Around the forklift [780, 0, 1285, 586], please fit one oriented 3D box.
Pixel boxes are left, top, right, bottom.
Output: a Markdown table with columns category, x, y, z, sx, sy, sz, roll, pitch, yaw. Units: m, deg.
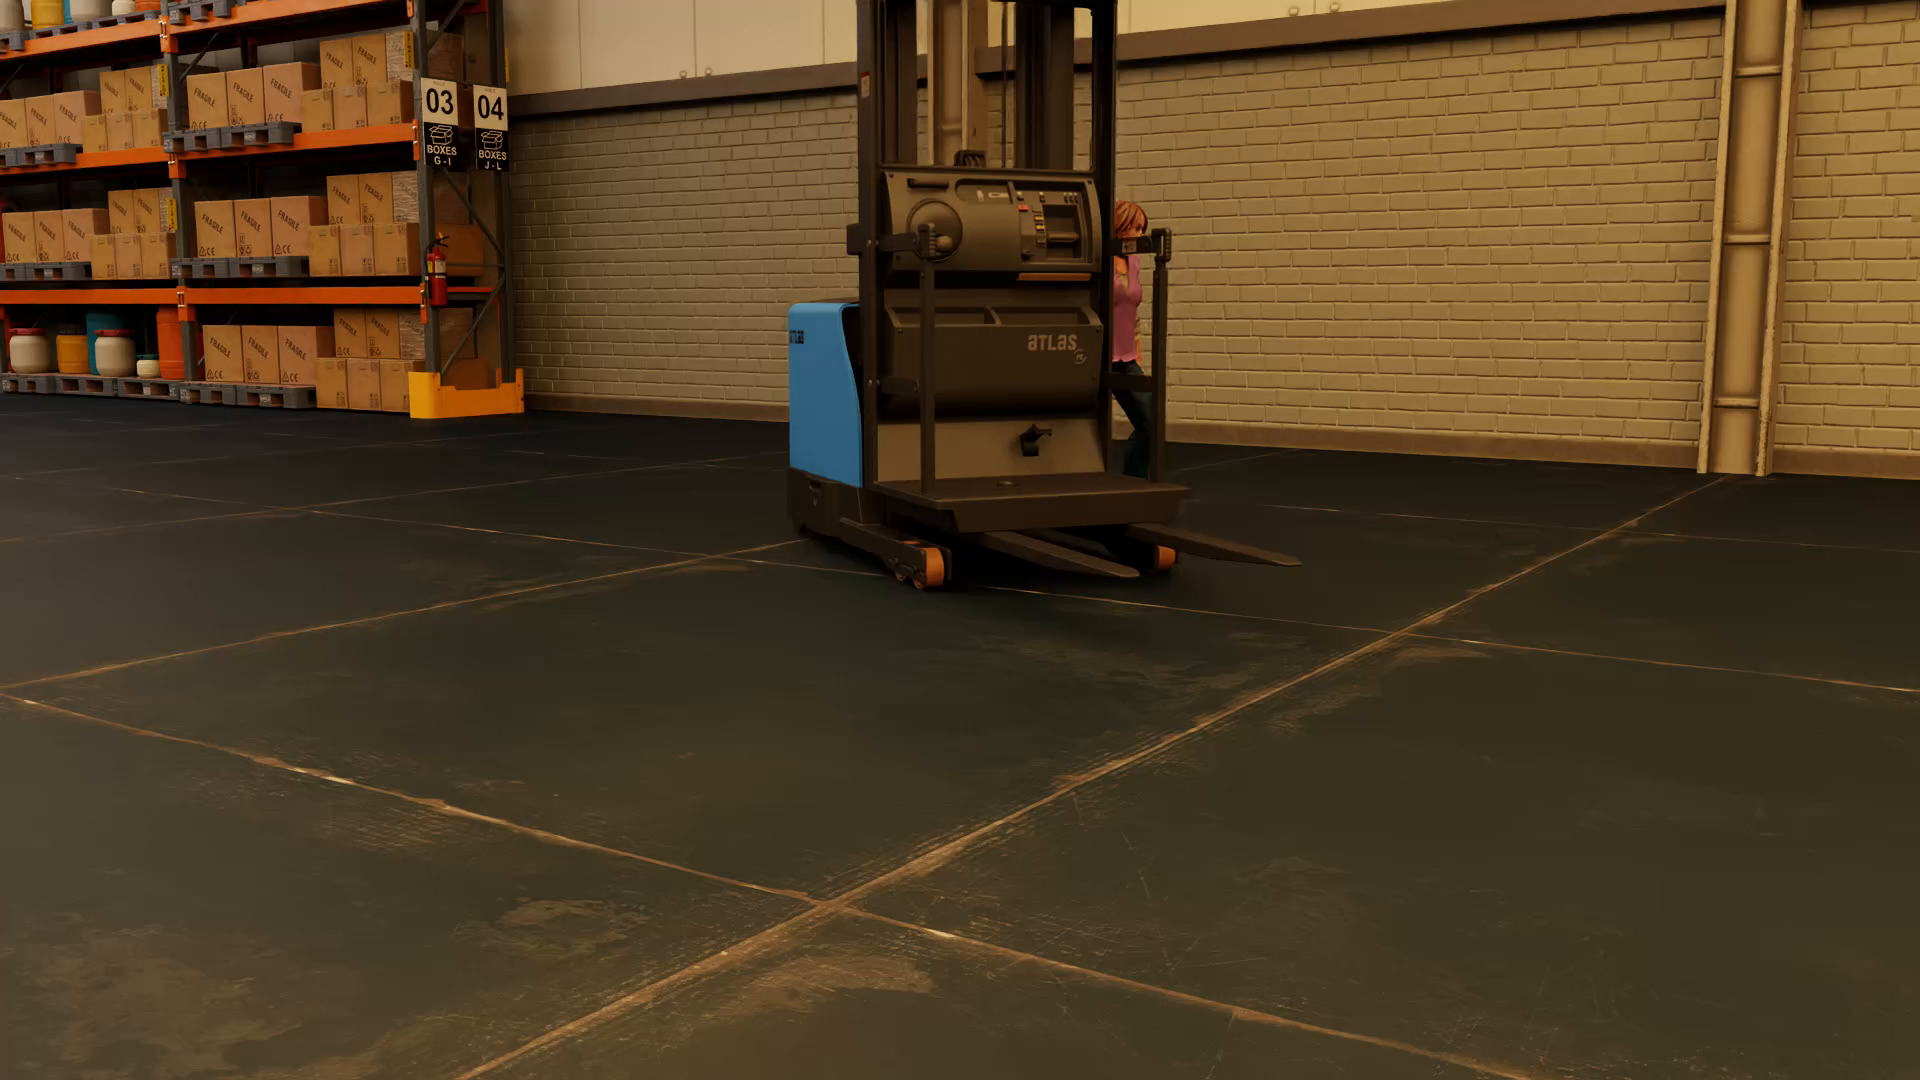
| category | x | y | z | sx | sy | sz | roll | pitch | yaw |
| --- | --- | --- | --- | --- | --- | --- | --- | --- | --- |
| forklift | 0.189 | -1.343 | 6.637 | 1.130 | 2.935 | 3.031 | -3 | 9 | -23 |

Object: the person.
| category | x | y | z | sx | sy | sz | roll | pitch | yaw |
| --- | --- | --- | --- | --- | --- | --- | --- | --- | --- |
| person | 0.767 | -0.821 | 7.970 | 0.644 | 1.520 | 0.407 | -5 | 10 | -33 |
